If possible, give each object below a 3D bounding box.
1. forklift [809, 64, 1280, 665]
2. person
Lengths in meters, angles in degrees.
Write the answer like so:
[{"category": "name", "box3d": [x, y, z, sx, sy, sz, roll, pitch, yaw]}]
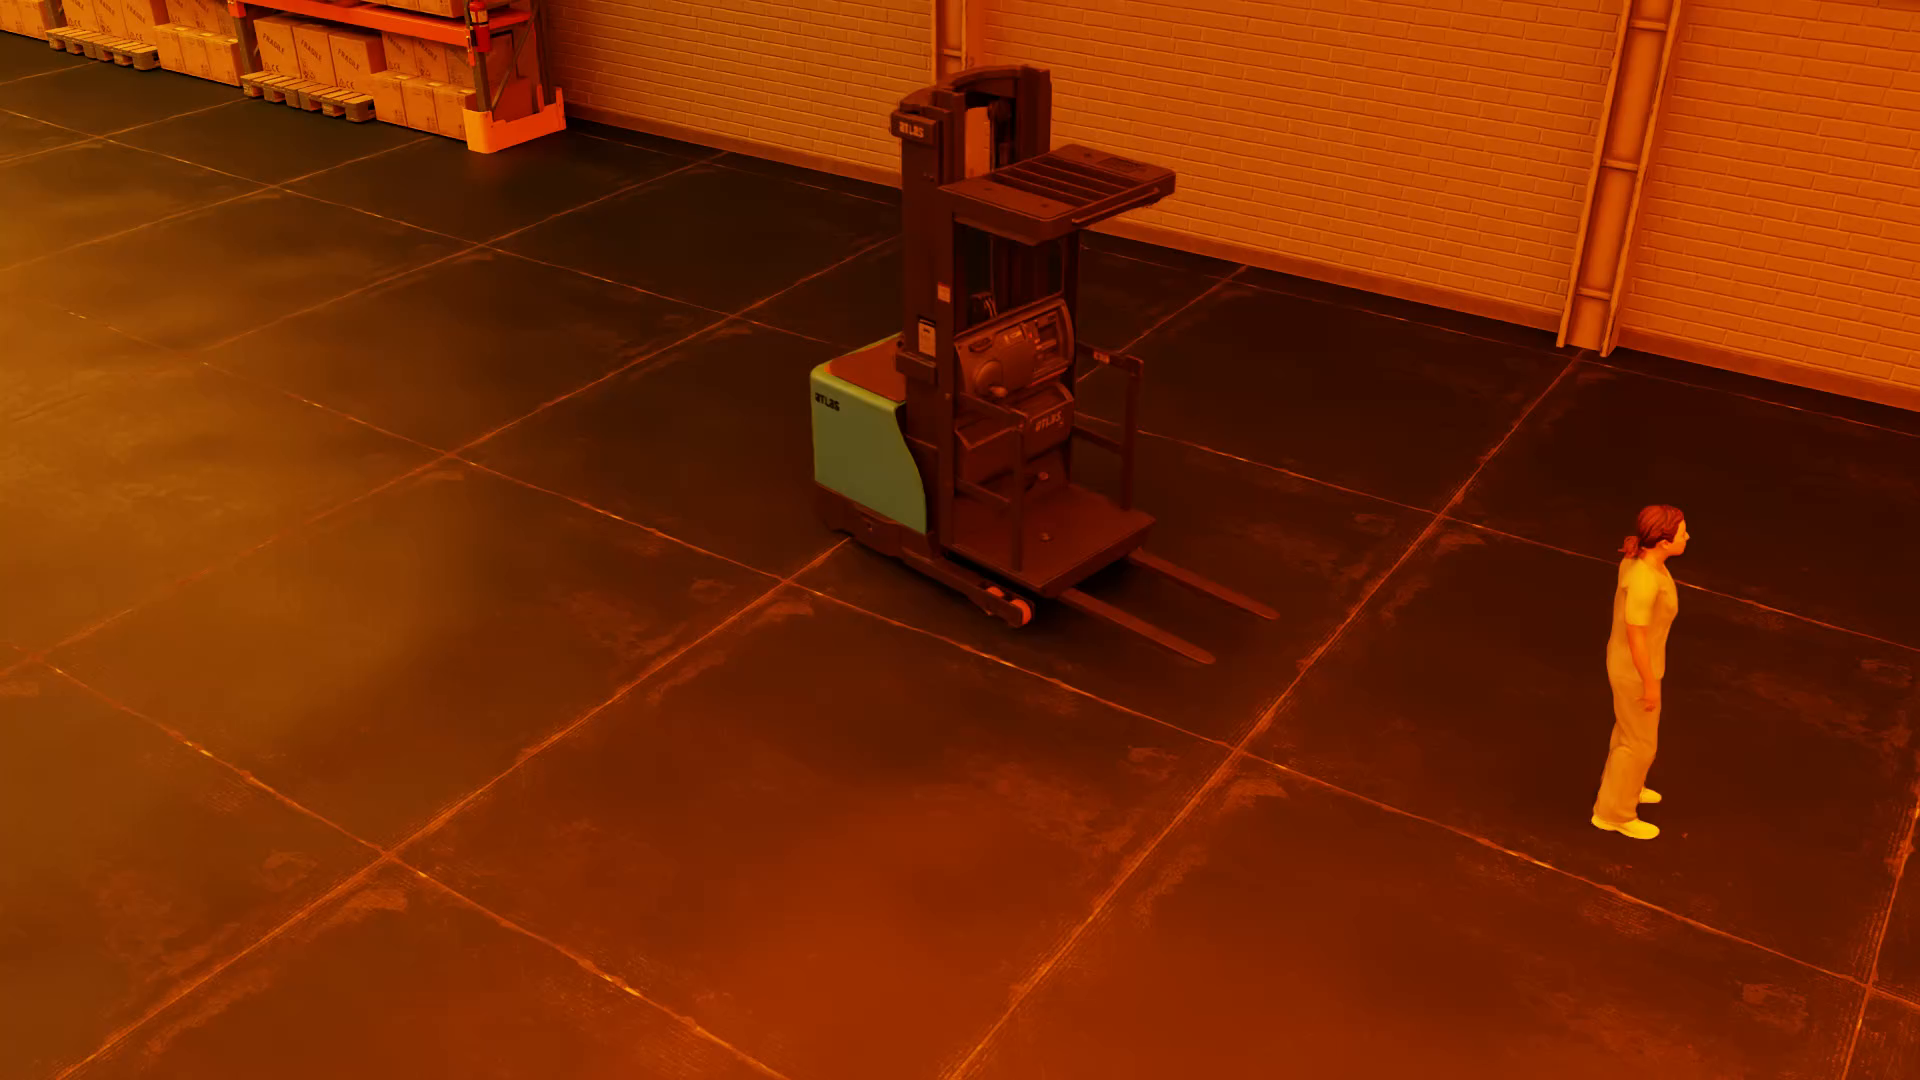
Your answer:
[{"category": "forklift", "box3d": [0.473, -1.054, 9.397, 3.031, 2.935, 1.130, 26, 39, 37]}, {"category": "person", "box3d": [3.218, 0.607, 7.808, 0.479, 1.690, 0.522, 9, 31, 15]}]
